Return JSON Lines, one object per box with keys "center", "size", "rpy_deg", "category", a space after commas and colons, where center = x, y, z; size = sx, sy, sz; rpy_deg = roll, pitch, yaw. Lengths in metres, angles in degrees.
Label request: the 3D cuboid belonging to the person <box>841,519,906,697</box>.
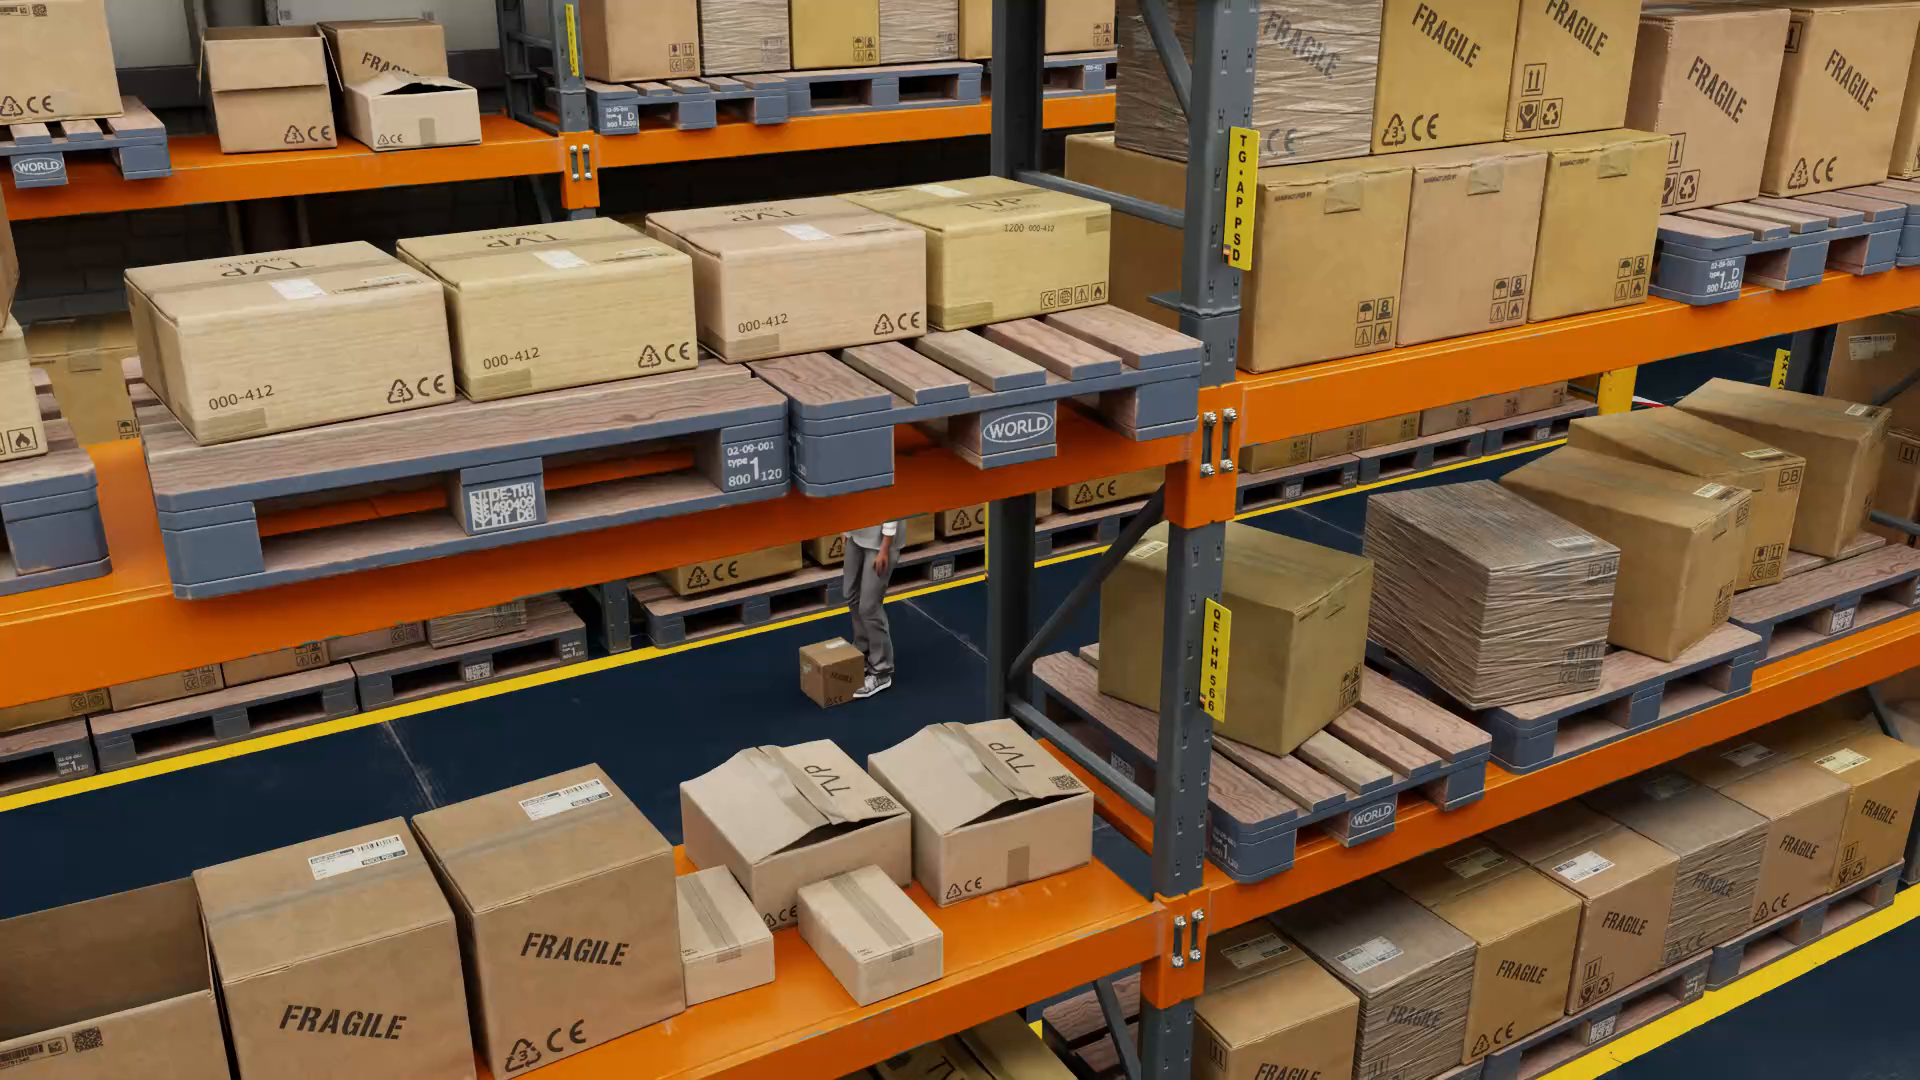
{"center": [-0.478, 0.022, 8.551], "size": [0.372, 1.591, 0.459], "rpy_deg": [-13, 25, -29], "category": "person"}
